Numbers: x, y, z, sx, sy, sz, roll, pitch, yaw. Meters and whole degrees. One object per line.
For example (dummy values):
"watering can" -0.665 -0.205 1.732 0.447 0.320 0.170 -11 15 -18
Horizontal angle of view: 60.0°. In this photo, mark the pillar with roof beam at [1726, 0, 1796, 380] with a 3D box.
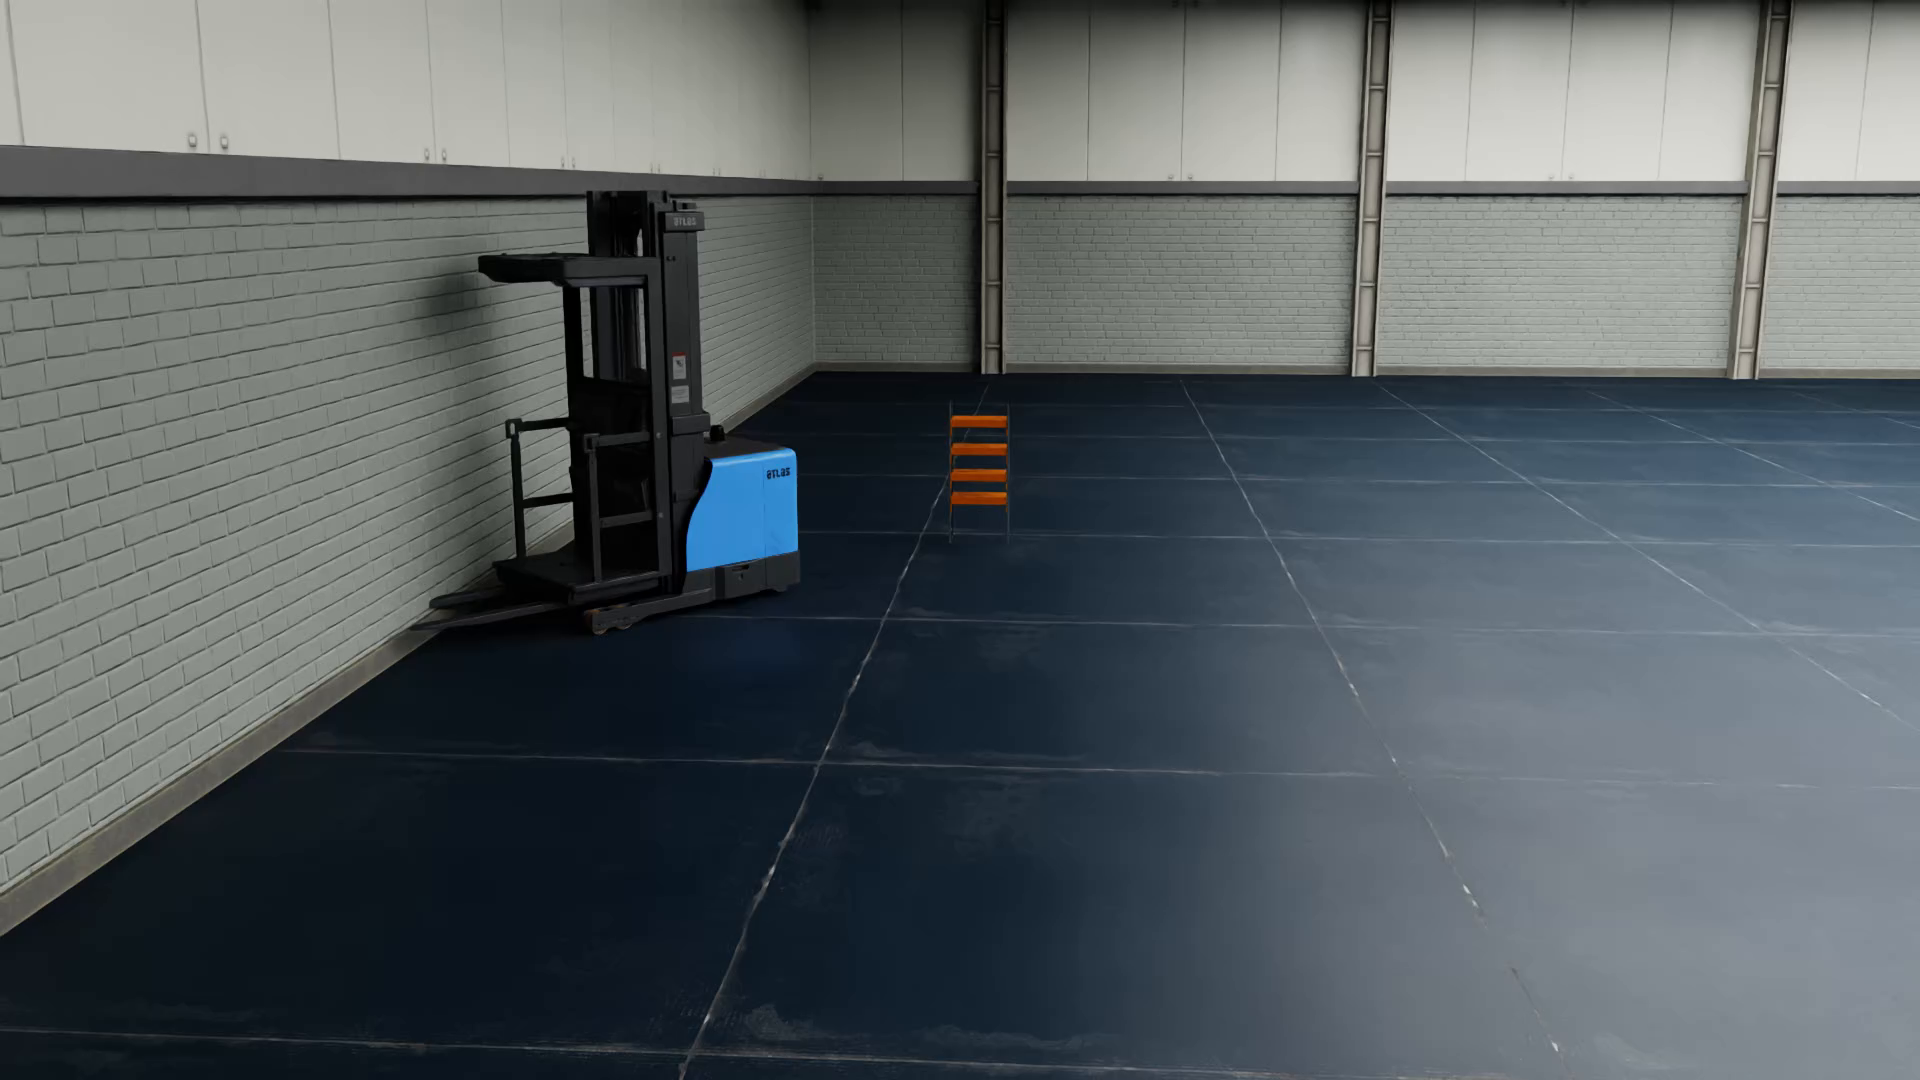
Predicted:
"pillar with roof beam" 12.239 -6.113 21.516 0.400 9.000 9.100 1 12 4

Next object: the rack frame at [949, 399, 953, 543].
"rack frame" -0.078 -0.588 14.150 0.015 1.200 0.240 1 12 4

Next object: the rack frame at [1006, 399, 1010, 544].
"rack frame" 0.409 -0.582 14.118 0.015 1.200 0.240 1 12 4

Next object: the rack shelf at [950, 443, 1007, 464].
"rack shelf" 0.165 -0.738 14.102 0.480 0.148 0.258 1 12 4

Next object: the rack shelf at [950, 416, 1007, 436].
"rack shelf" 0.165 -0.970 14.054 0.480 0.148 0.258 1 12 4

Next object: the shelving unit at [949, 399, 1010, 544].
"shelving unit" 0.165 -0.585 14.134 0.503 1.200 0.258 1 12 4

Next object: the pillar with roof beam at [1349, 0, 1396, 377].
"pillar with roof beam" 6.252 -6.196 21.908 0.400 9.000 9.100 1 12 4

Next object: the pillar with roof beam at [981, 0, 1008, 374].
"pillar with roof beam" 0.266 -6.278 22.301 0.400 9.000 9.100 1 12 4

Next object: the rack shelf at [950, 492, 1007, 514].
"rack shelf" 0.165 -0.325 14.189 0.480 0.148 0.258 1 12 4

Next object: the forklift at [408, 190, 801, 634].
"forklift" -2.599 -0.916 11.486 3.031 2.935 1.130 -11 16 -43

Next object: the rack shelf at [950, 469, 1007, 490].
"rack shelf" 0.165 -0.519 14.148 0.480 0.148 0.258 1 12 4
